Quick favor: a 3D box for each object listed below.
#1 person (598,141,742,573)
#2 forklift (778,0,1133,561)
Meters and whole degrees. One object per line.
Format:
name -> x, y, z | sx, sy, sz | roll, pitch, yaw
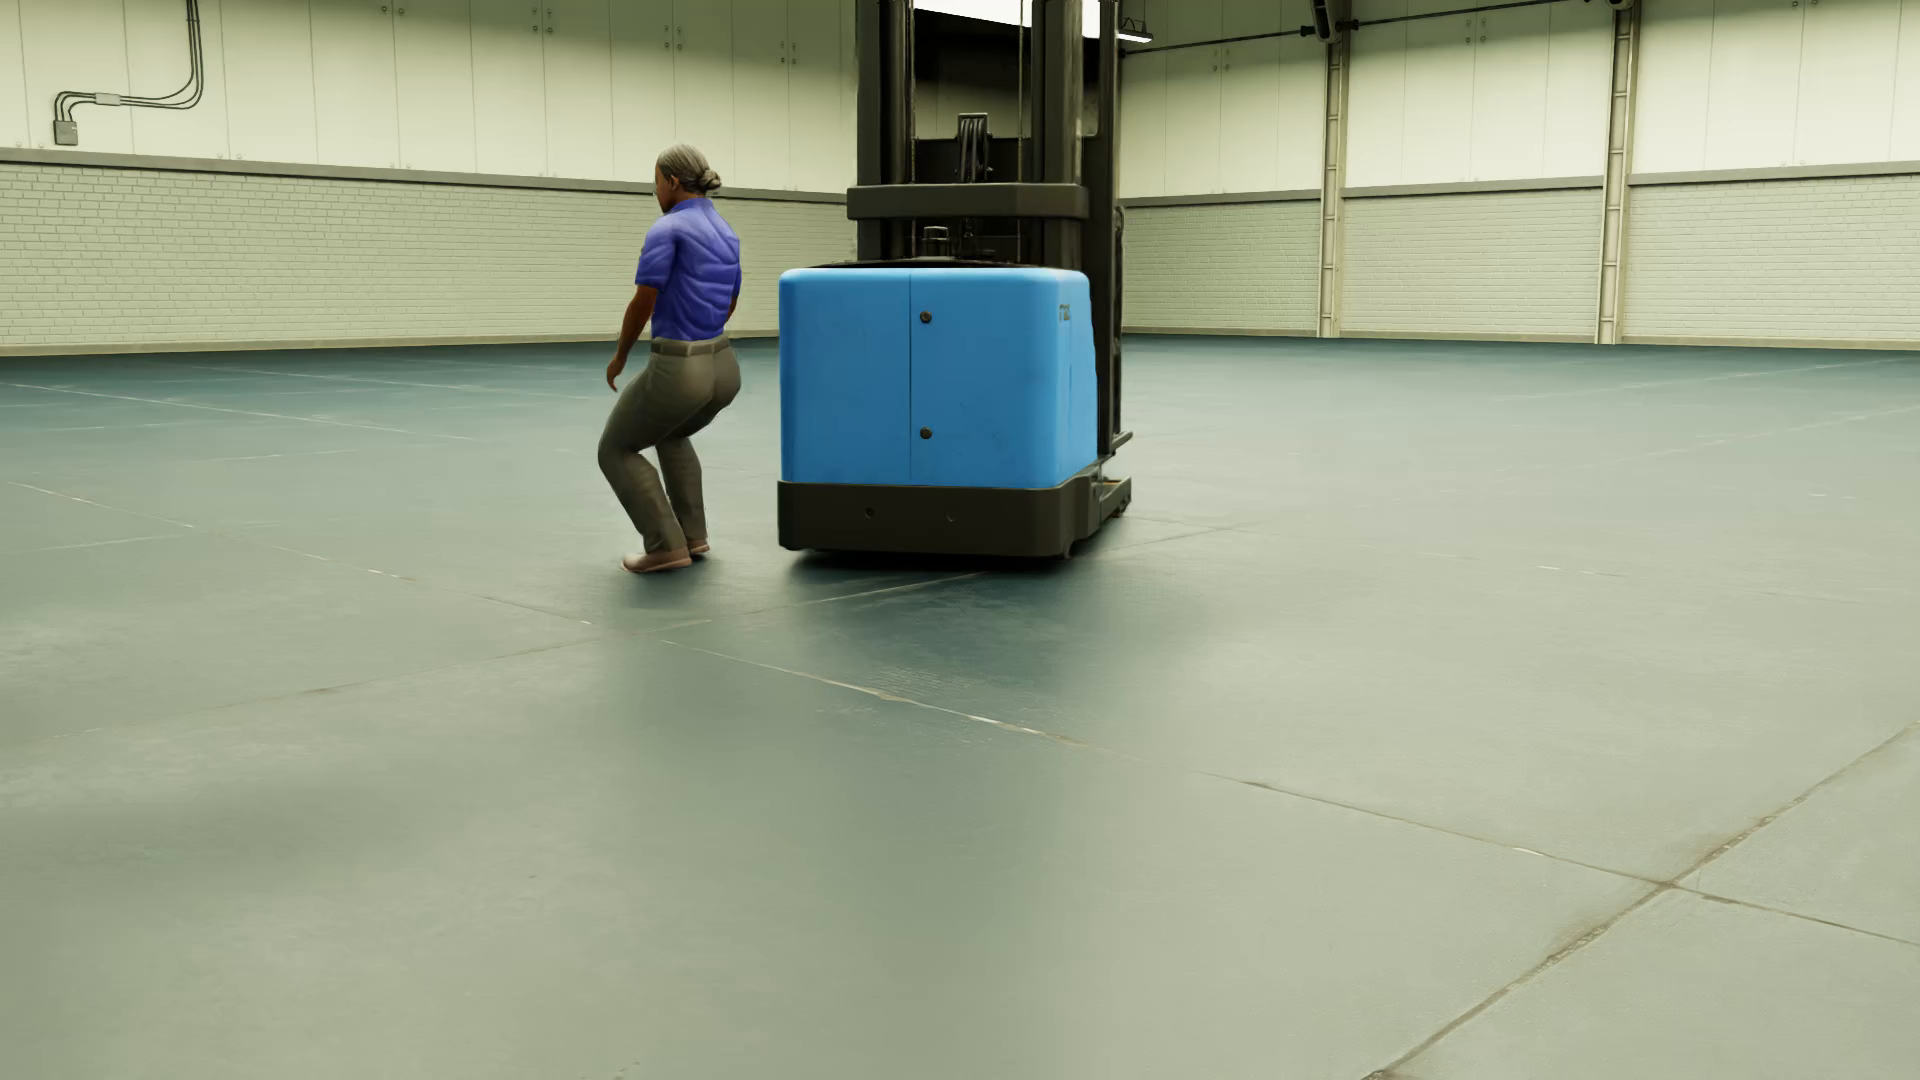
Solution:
person -> -1.056, -0.616, 5.907 | 0.631, 1.547, 0.681 | 5, 10, 28
forklift -> 0.164, -1.552, 7.183 | 1.130, 2.935, 3.031 | 2, 9, 13
